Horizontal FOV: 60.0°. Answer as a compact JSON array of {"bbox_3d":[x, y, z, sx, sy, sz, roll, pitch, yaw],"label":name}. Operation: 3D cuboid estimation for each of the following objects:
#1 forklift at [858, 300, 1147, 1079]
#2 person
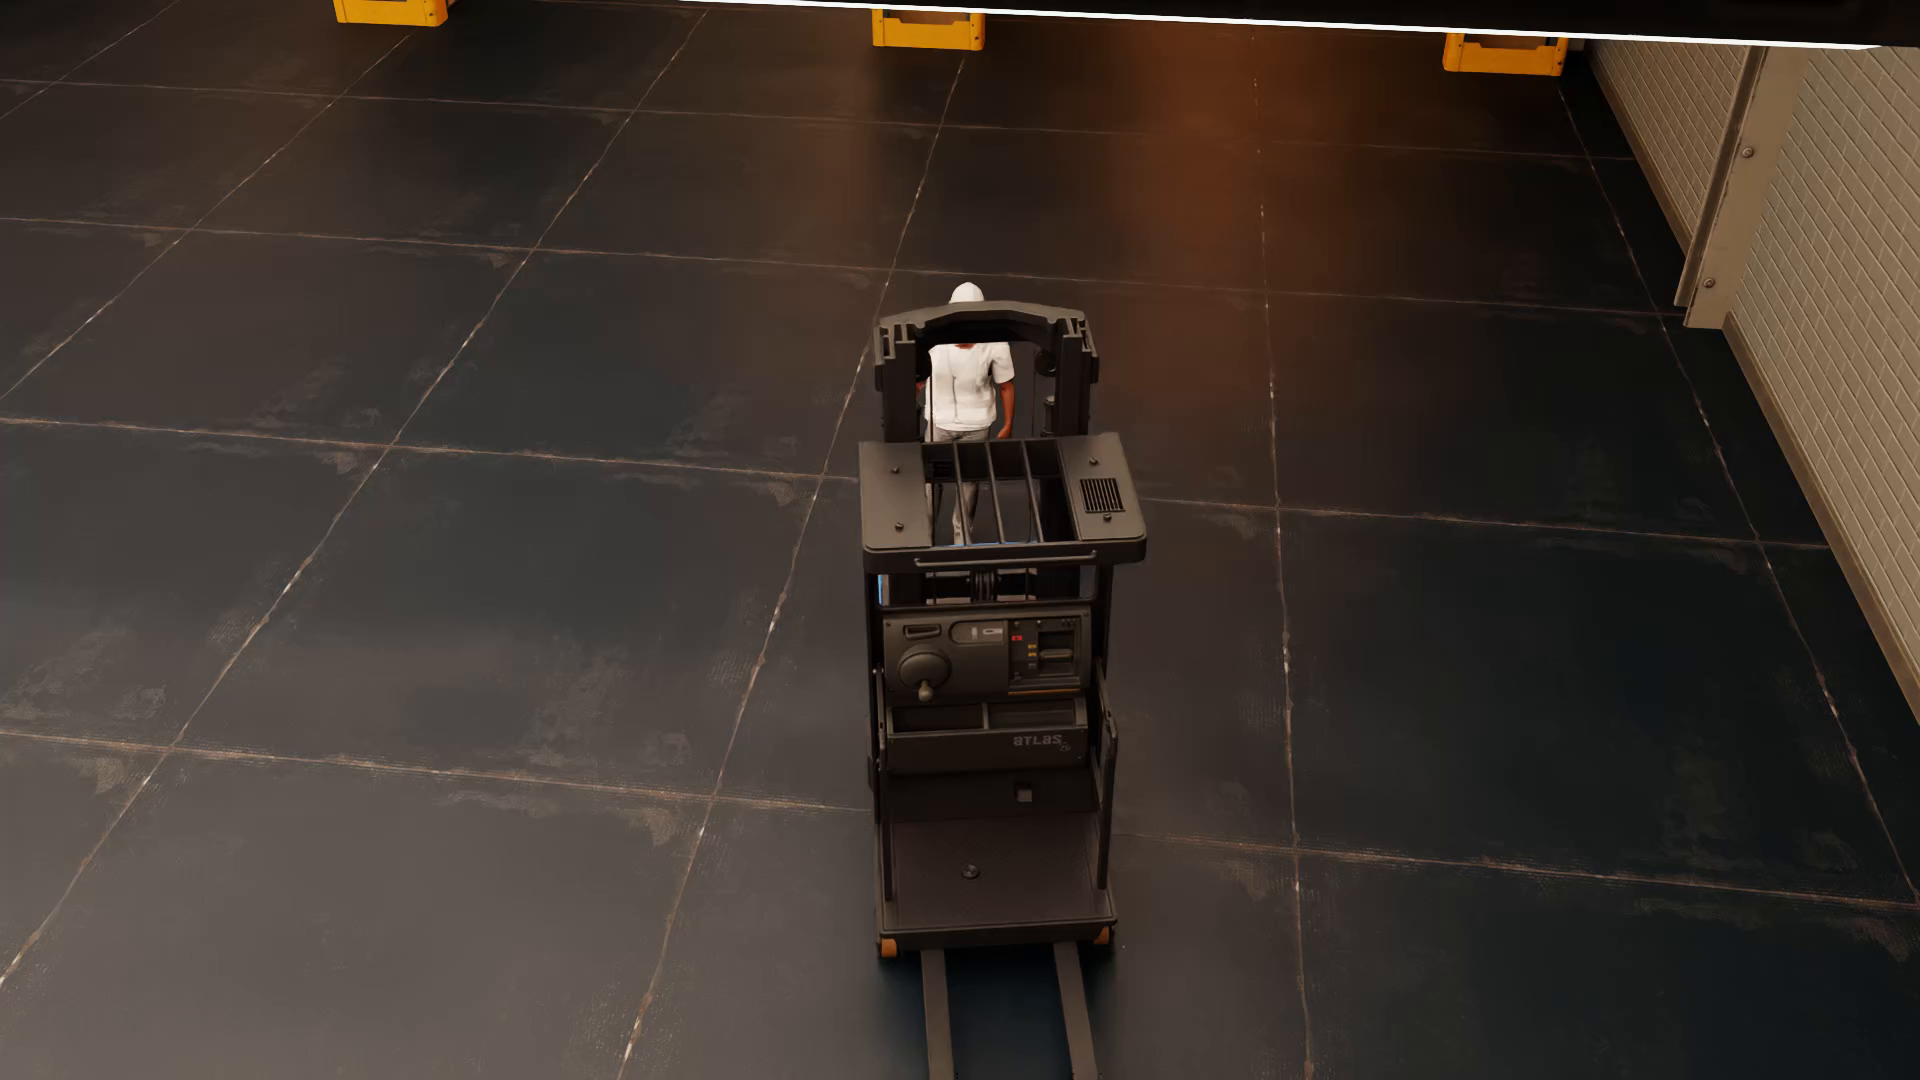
[{"bbox_3d":[0.142,0.577,7.247,1.130,2.935,3.031,-3,36,-3],"label":"forklift"},{"bbox_3d":[-0.005,-0.747,9.962,0.665,1.706,0.420,4,37,6],"label":"person"}]
